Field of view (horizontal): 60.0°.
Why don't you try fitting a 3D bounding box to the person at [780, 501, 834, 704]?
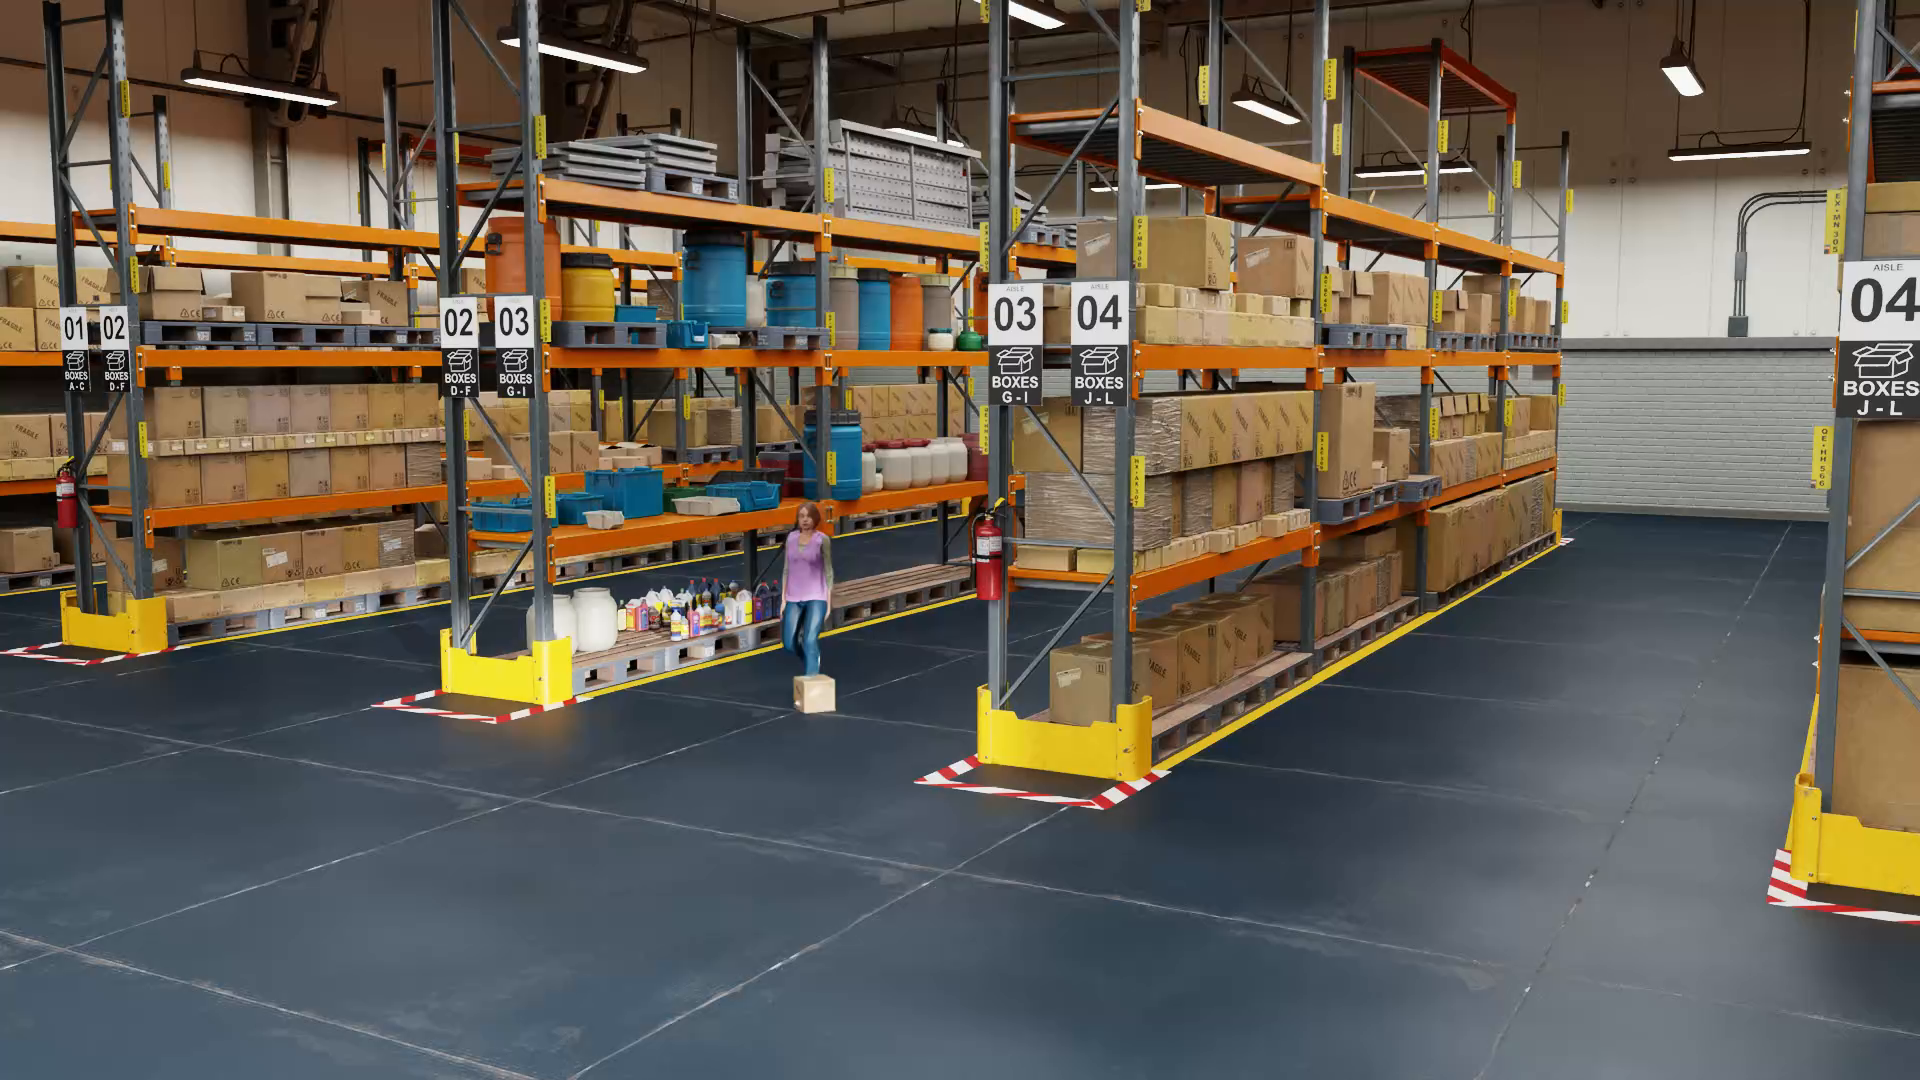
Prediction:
[{"bbox_3d":[-1.198,0.480,13.137,0.410,1.577,0.656,2,6,18],"label":"person"}]
